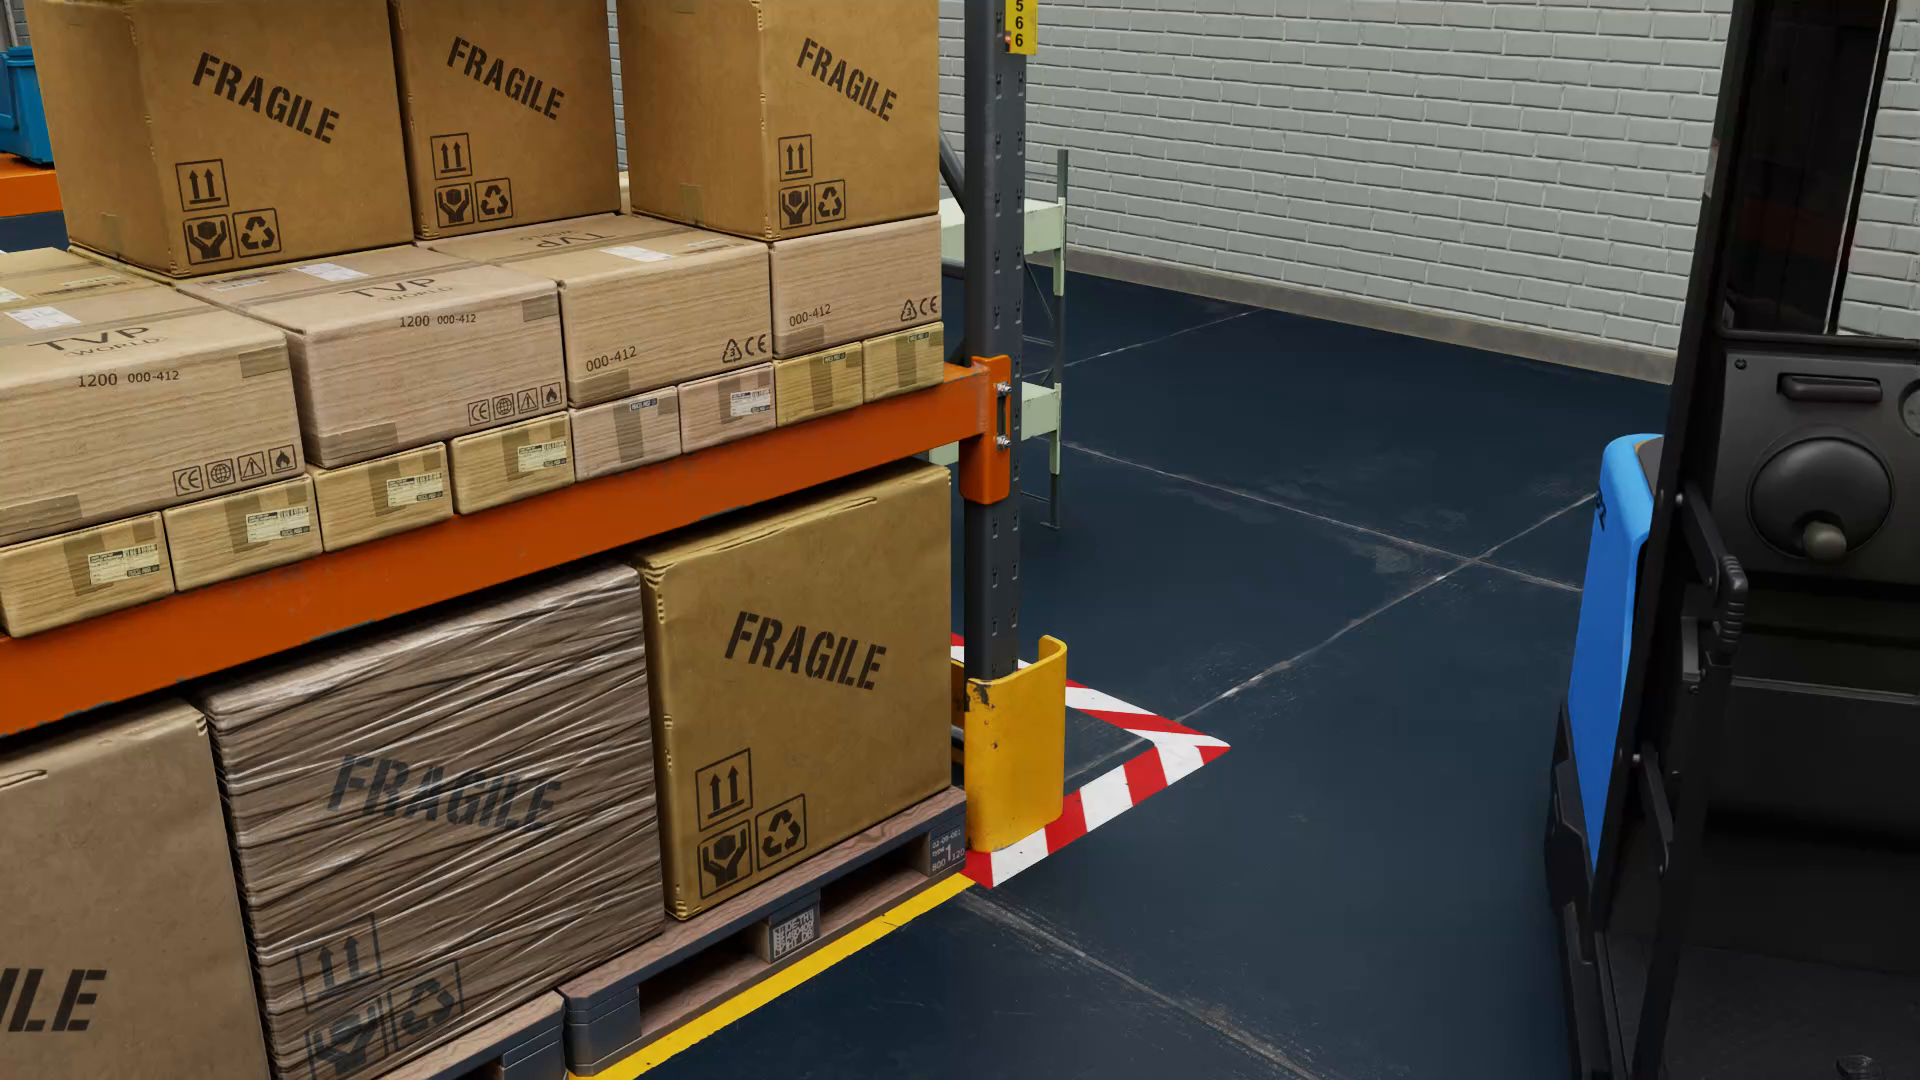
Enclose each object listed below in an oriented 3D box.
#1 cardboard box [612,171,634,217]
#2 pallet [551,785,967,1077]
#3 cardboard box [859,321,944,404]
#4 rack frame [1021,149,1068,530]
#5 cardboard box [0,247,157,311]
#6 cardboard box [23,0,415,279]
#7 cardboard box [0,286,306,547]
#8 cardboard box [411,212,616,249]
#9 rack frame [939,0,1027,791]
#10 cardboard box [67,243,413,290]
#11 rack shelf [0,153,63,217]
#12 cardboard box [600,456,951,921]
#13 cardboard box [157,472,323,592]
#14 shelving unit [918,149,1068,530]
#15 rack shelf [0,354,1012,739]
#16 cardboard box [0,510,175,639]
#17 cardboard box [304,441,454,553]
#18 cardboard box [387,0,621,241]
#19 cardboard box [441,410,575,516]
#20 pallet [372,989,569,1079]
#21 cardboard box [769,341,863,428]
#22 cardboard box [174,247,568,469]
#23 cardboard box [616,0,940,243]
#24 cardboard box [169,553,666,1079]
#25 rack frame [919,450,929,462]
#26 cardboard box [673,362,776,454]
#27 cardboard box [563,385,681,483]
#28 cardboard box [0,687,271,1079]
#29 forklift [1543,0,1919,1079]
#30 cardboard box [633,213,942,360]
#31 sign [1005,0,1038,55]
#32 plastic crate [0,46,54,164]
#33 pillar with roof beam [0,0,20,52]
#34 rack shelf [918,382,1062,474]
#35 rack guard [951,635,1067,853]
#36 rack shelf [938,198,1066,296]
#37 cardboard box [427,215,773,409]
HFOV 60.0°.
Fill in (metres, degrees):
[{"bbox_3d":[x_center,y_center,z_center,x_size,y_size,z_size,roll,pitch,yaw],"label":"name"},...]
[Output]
[{"bbox_3d":[-0.772,-0.757,4.158,0.500,0.250,0.500,18,28,39],"label":"cardboard box"},{"bbox_3d":[-0.745,0.783,4.244,1.003,0.211,1.213,19,28,41],"label":"pallet"},{"bbox_3d":[-0.256,-0.453,3.922,0.250,0.149,0.380,-20,28,-41],"label":"cardboard box"},{"bbox_3d":[0.251,-0.792,6.546,0.400,1.500,0.023,19,28,41],"label":"rack frame"},{"bbox_3d":[-1.843,-0.358,3.120,0.500,0.250,0.500,19,28,40],"label":"cardboard box"},{"bbox_3d":[-1.477,-0.844,3.339,0.500,0.500,0.500,18,28,39],"label":"cardboard box"},{"bbox_3d":[-1.461,-0.226,2.776,0.500,0.250,0.500,19,28,41],"label":"cardboard box"},{"bbox_3d":[-1.129,-0.622,3.806,0.500,0.250,0.500,19,28,40],"label":"cardboard box"},{"bbox_3d":[-0.243,-0.744,4.330,1.000,3.000,0.127,19,28,41],"label":"rack frame"},{"bbox_3d":[-1.483,-0.494,3.472,0.500,0.250,0.500,18,27,39],"label":"cardboard box"},{"bbox_3d":[-5.187,-1.134,6.346,1.077,0.370,4.000,19,28,41],"label":"rack shelf"},{"bbox_3d":[-0.632,0.236,4.155,0.875,0.875,0.875,19,28,41],"label":"cardboard box"},{"bbox_3d":[-1.322,-0.060,2.900,0.250,0.149,0.380,-19,28,-41],"label":"cardboard box"},{"bbox_3d":[-0.005,-0.698,6.301,0.431,1.500,0.755,19,28,41],"label":"shelving unit"},{"bbox_3d":[-1.638,0.106,3.121,1.077,0.370,4.000,19,28,41],"label":"rack shelf"},{"bbox_3d":[-1.503,0.007,2.724,0.380,0.149,0.250,18,28,39],"label":"cardboard box"},{"bbox_3d":[-1.148,-0.123,3.064,0.380,0.149,0.250,19,28,41],"label":"cardboard box"},{"bbox_3d":[-1.120,-0.979,3.689,0.500,0.500,0.500,18,28,39],"label":"cardboard box"},{"bbox_3d":[-0.967,-0.190,3.238,0.380,0.149,0.250,18,28,39],"label":"cardboard box"},{"bbox_3d":[-1.596,1.095,3.432,1.003,0.211,1.213,19,28,41],"label":"pallet"},{"bbox_3d":[-0.436,-0.386,3.747,0.380,0.149,0.250,20,28,41],"label":"cardboard box"},{"bbox_3d":[-1.100,-0.361,3.127,0.500,0.250,0.500,18,27,39],"label":"cardboard box"},{"bbox_3d":[-0.395,-0.972,3.672,0.500,0.500,0.500,20,29,41],"label":"cardboard box"},{"bbox_3d":[-1.267,0.470,3.547,0.875,0.875,0.875,19,28,41],"label":"cardboard box"},{"bbox_3d":[-0.260,-0.604,6.056,0.400,1.500,0.023,19,28,41],"label":"rack frame"},{"bbox_3d":[-0.613,-0.321,3.579,0.380,0.149,0.250,19,28,41],"label":"cardboard box"},{"bbox_3d":[-0.787,-0.257,3.413,0.250,0.149,0.380,-20,28,-41],"label":"cardboard box"},{"bbox_3d":[-1.888,0.699,2.952,0.875,0.875,0.875,19,28,41],"label":"cardboard box"},{"bbox_3d":[1.787,-0.098,2.745,1.130,2.935,3.031,6,22,14],"label":"forklift"},{"bbox_3d":[-0.391,-0.622,3.806,0.500,0.250,0.500,19,28,40],"label":"cardboard box"},{"bbox_3d":[0.136,-1.256,3.717,0.100,0.325,0.005,19,28,41],"label":"sign"},{"bbox_3d":[-3.892,-1.895,7.192,0.616,0.435,0.499,19,28,41],"label":"plastic crate"},{"bbox_3d":[-6.542,-7.097,12.495,9.100,9.000,0.400,19,28,41],"label":"pillar with roof beam"},{"bbox_3d":[-0.005,-0.394,6.418,0.431,0.370,0.720,19,28,41],"label":"rack shelf"},{"bbox_3d":[-0.227,0.417,4.794,1.175,0.500,0.348,19,28,41],"label":"rack guard"},{"bbox_3d":[-0.005,-1.063,6.161,0.431,0.370,0.720,19,28,41],"label":"rack shelf"},{"bbox_3d":[-0.746,-0.492,3.467,0.500,0.250,0.500,19,28,40],"label":"cardboard box"}]
